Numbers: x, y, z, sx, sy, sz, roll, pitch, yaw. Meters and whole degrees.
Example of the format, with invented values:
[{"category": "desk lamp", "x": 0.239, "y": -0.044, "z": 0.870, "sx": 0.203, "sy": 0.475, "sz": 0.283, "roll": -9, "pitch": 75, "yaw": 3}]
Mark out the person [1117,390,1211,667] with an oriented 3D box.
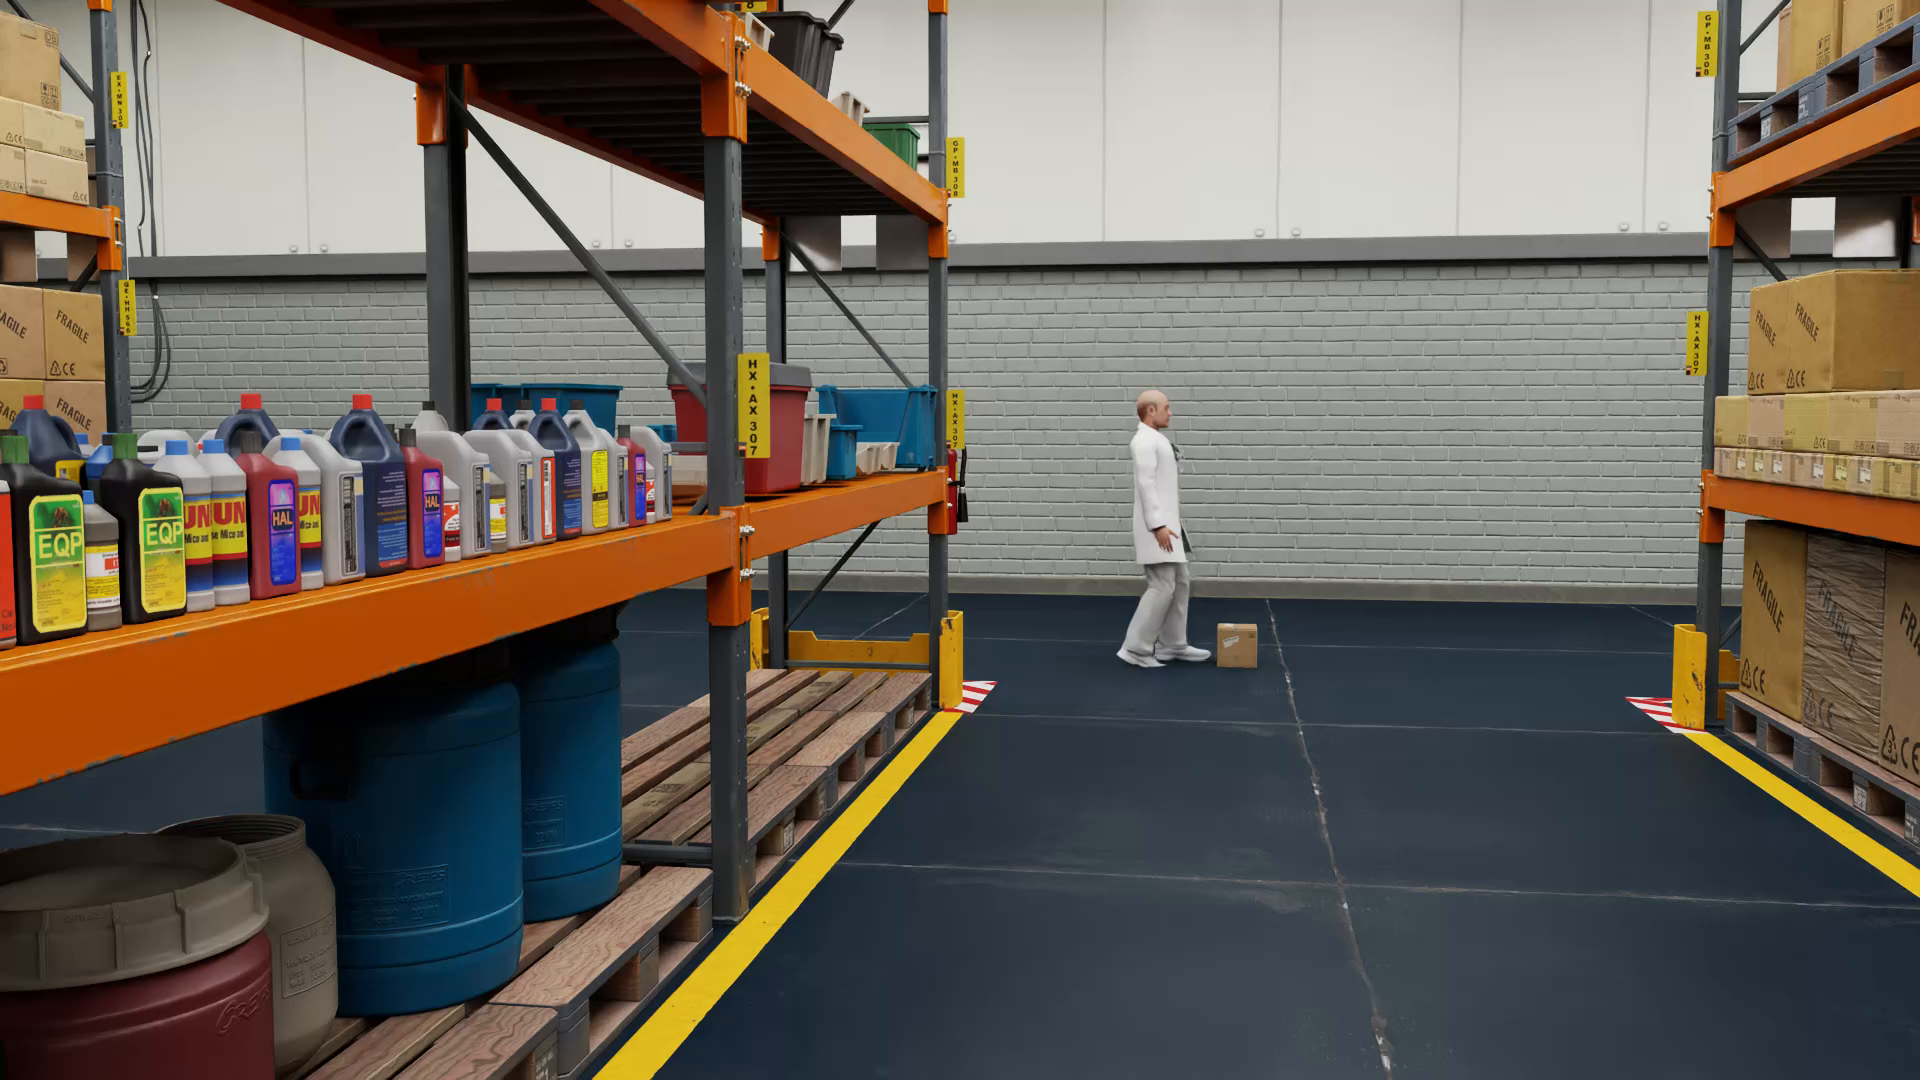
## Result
[{"category": "person", "x": 1.328, "y": -0.053, "z": 10.740, "sx": 0.591, "sy": 1.826, "sz": 0.598, "roll": 1, "pitch": 4, "yaw": 10}]
